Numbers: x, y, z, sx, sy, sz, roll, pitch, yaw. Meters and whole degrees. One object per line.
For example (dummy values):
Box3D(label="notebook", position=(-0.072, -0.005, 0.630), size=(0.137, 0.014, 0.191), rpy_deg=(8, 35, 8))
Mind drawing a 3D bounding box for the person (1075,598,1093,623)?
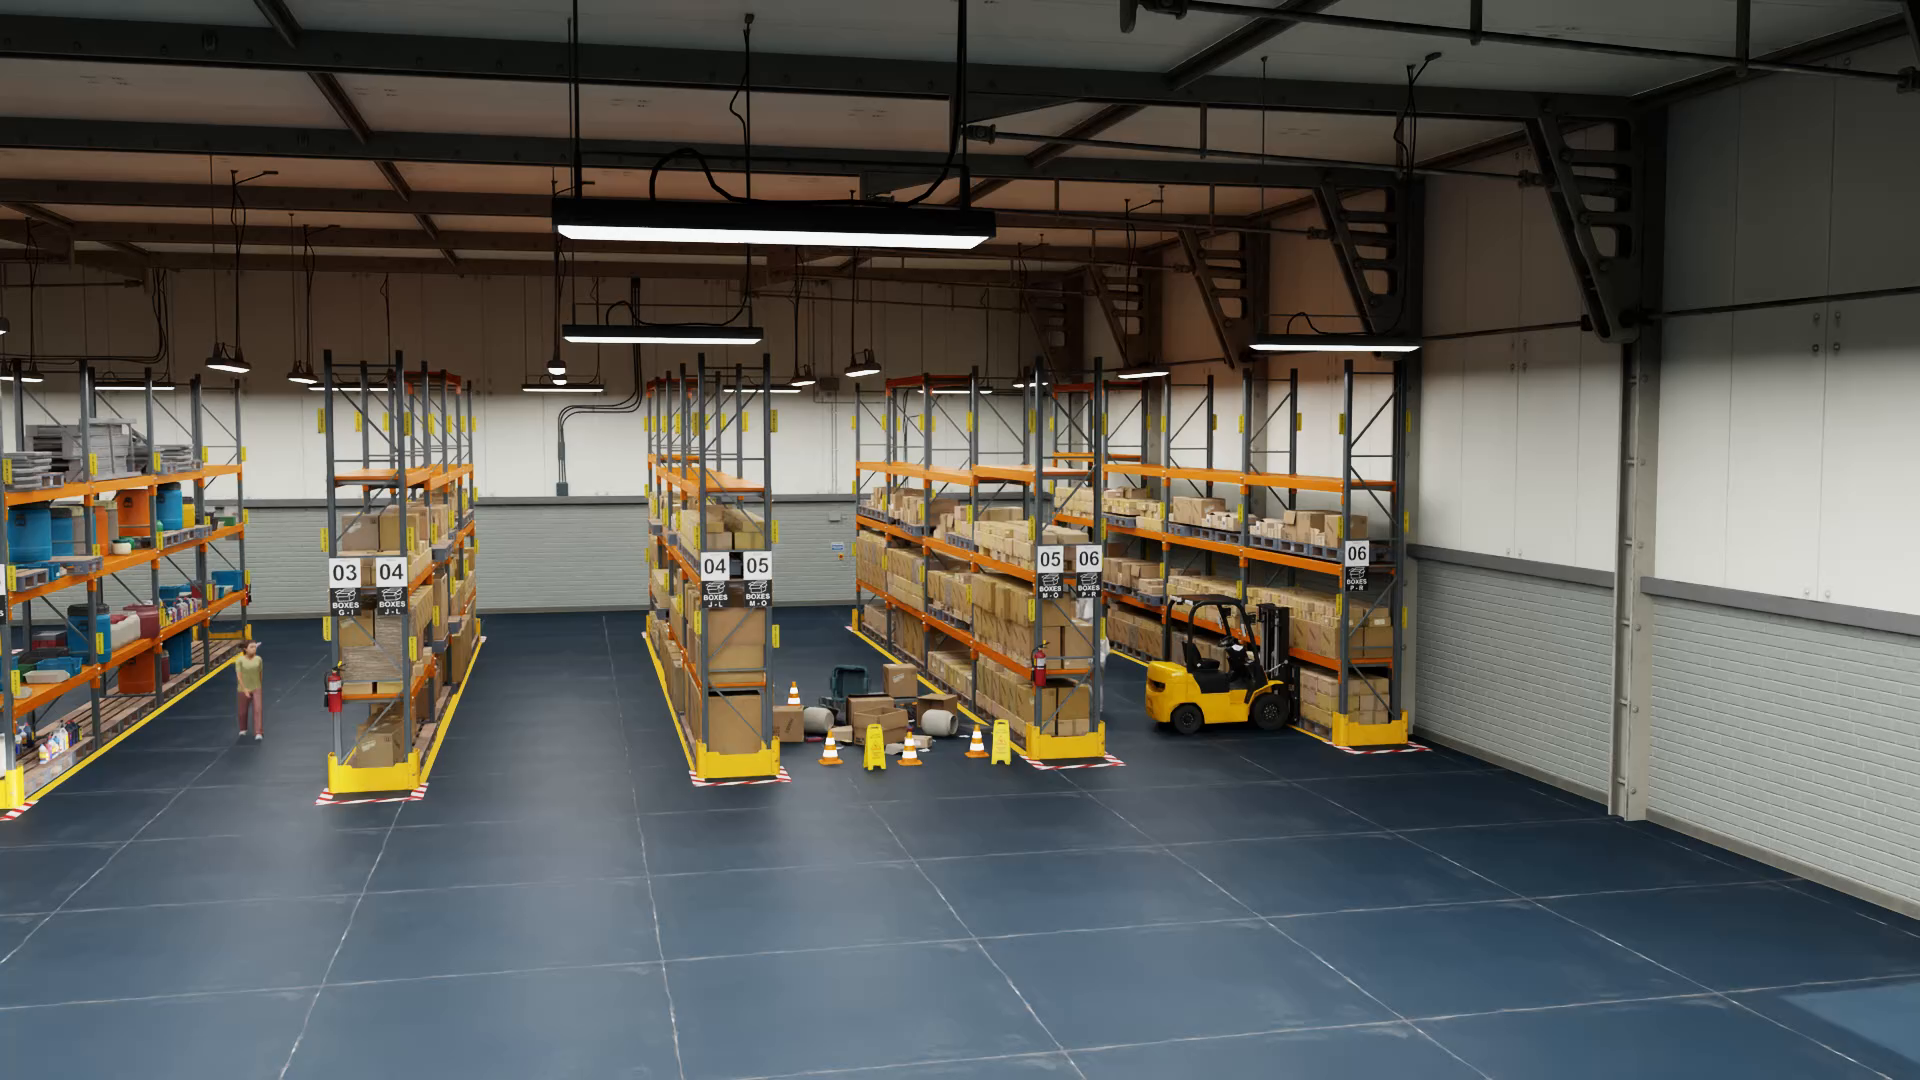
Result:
Box3D(label="person", position=(2.679, 1.665, 35.241), size=(0.457, 1.775, 0.573), rpy_deg=(3, 5, 39))

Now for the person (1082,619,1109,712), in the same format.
Box3D(label="person", position=(2.360, 2.185, 29.179), size=(0.579, 1.592, 0.707), rpy_deg=(-1, 4, -11))

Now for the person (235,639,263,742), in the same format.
Box3D(label="person", position=(-11.212, 2.364, 26.278), size=(0.424, 1.587, 1.094), rpy_deg=(-2, 5, -32))
